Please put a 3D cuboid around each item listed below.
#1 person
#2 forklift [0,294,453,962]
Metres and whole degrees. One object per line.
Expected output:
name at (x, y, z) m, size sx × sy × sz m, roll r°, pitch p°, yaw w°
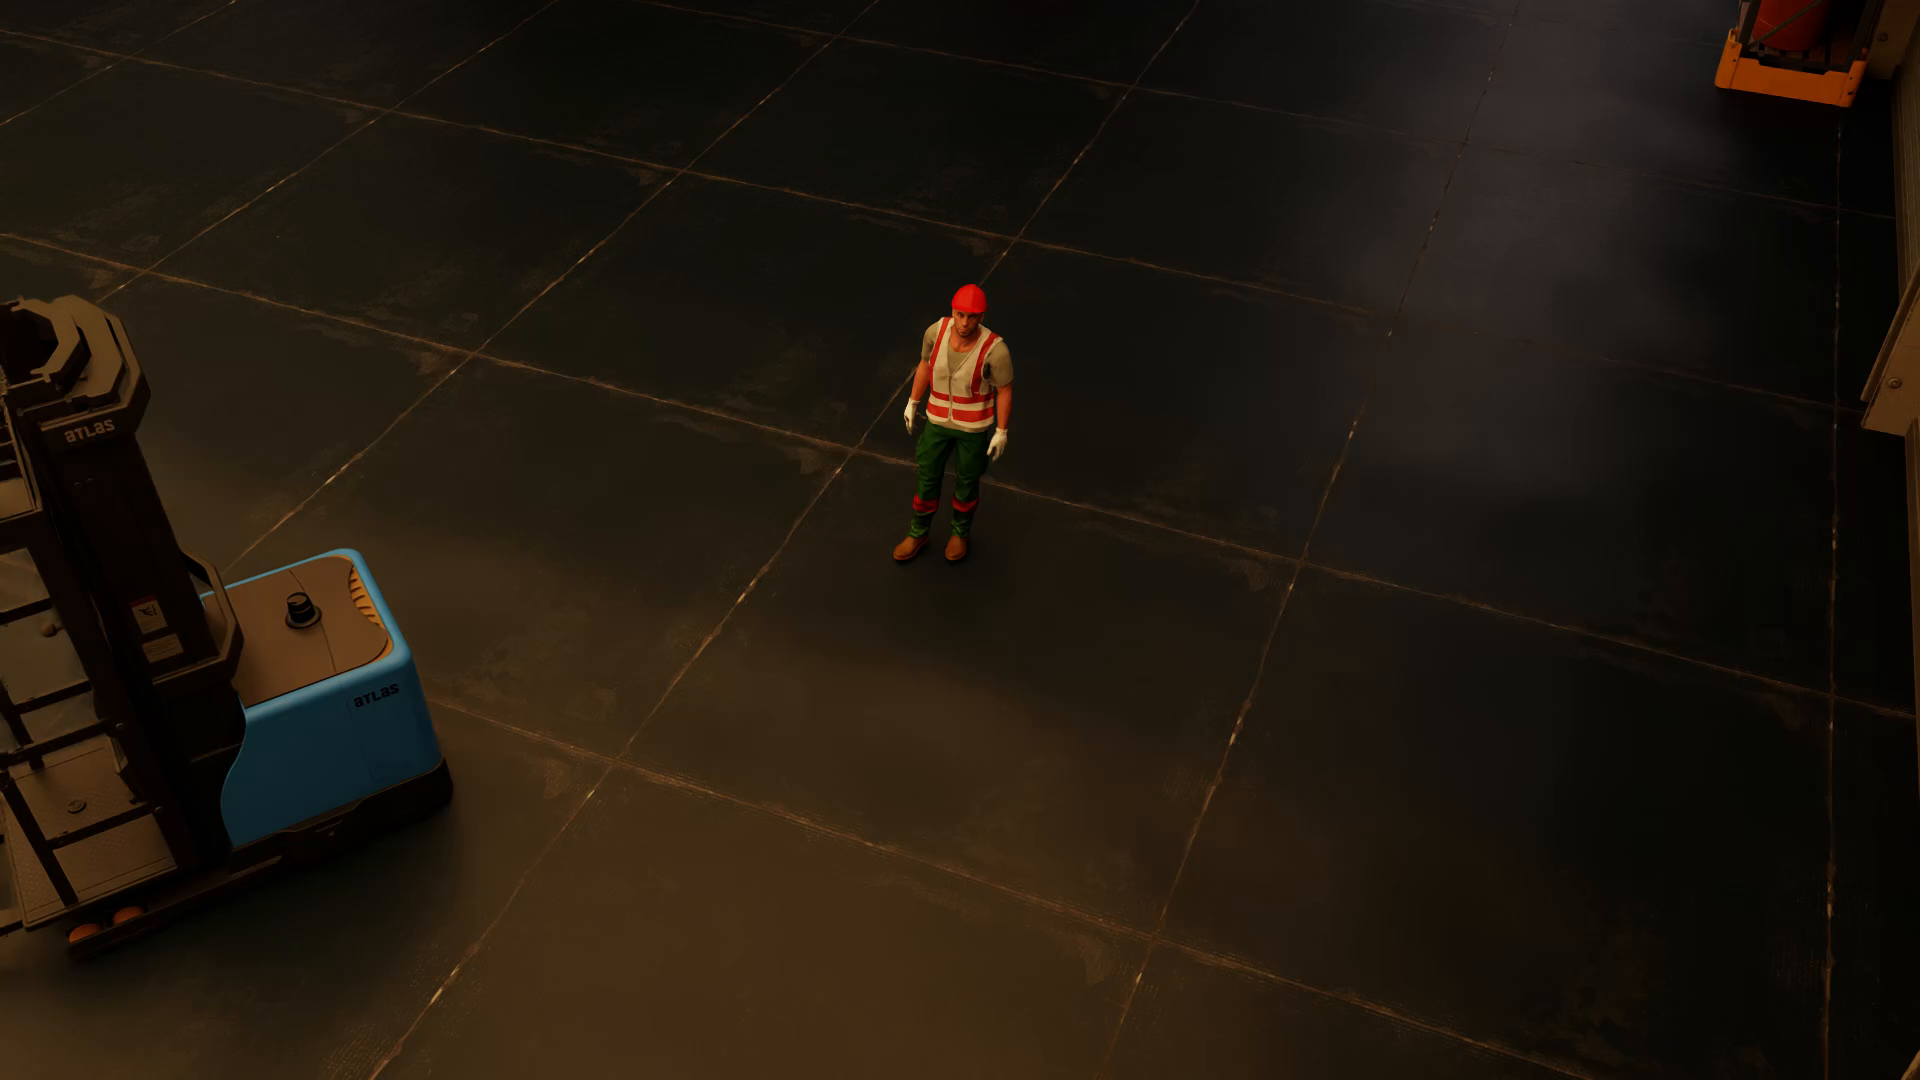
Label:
person at (-0.042, -0.647, 9.658) m, size 0.637 × 1.787 × 0.564 m, roll 15°, pitch 42°, yaw 17°
forklift at (-4.158, 0.473, 7.441) m, size 3.031 × 2.935 × 1.130 m, roll -21°, pitch 44°, yaw -23°
